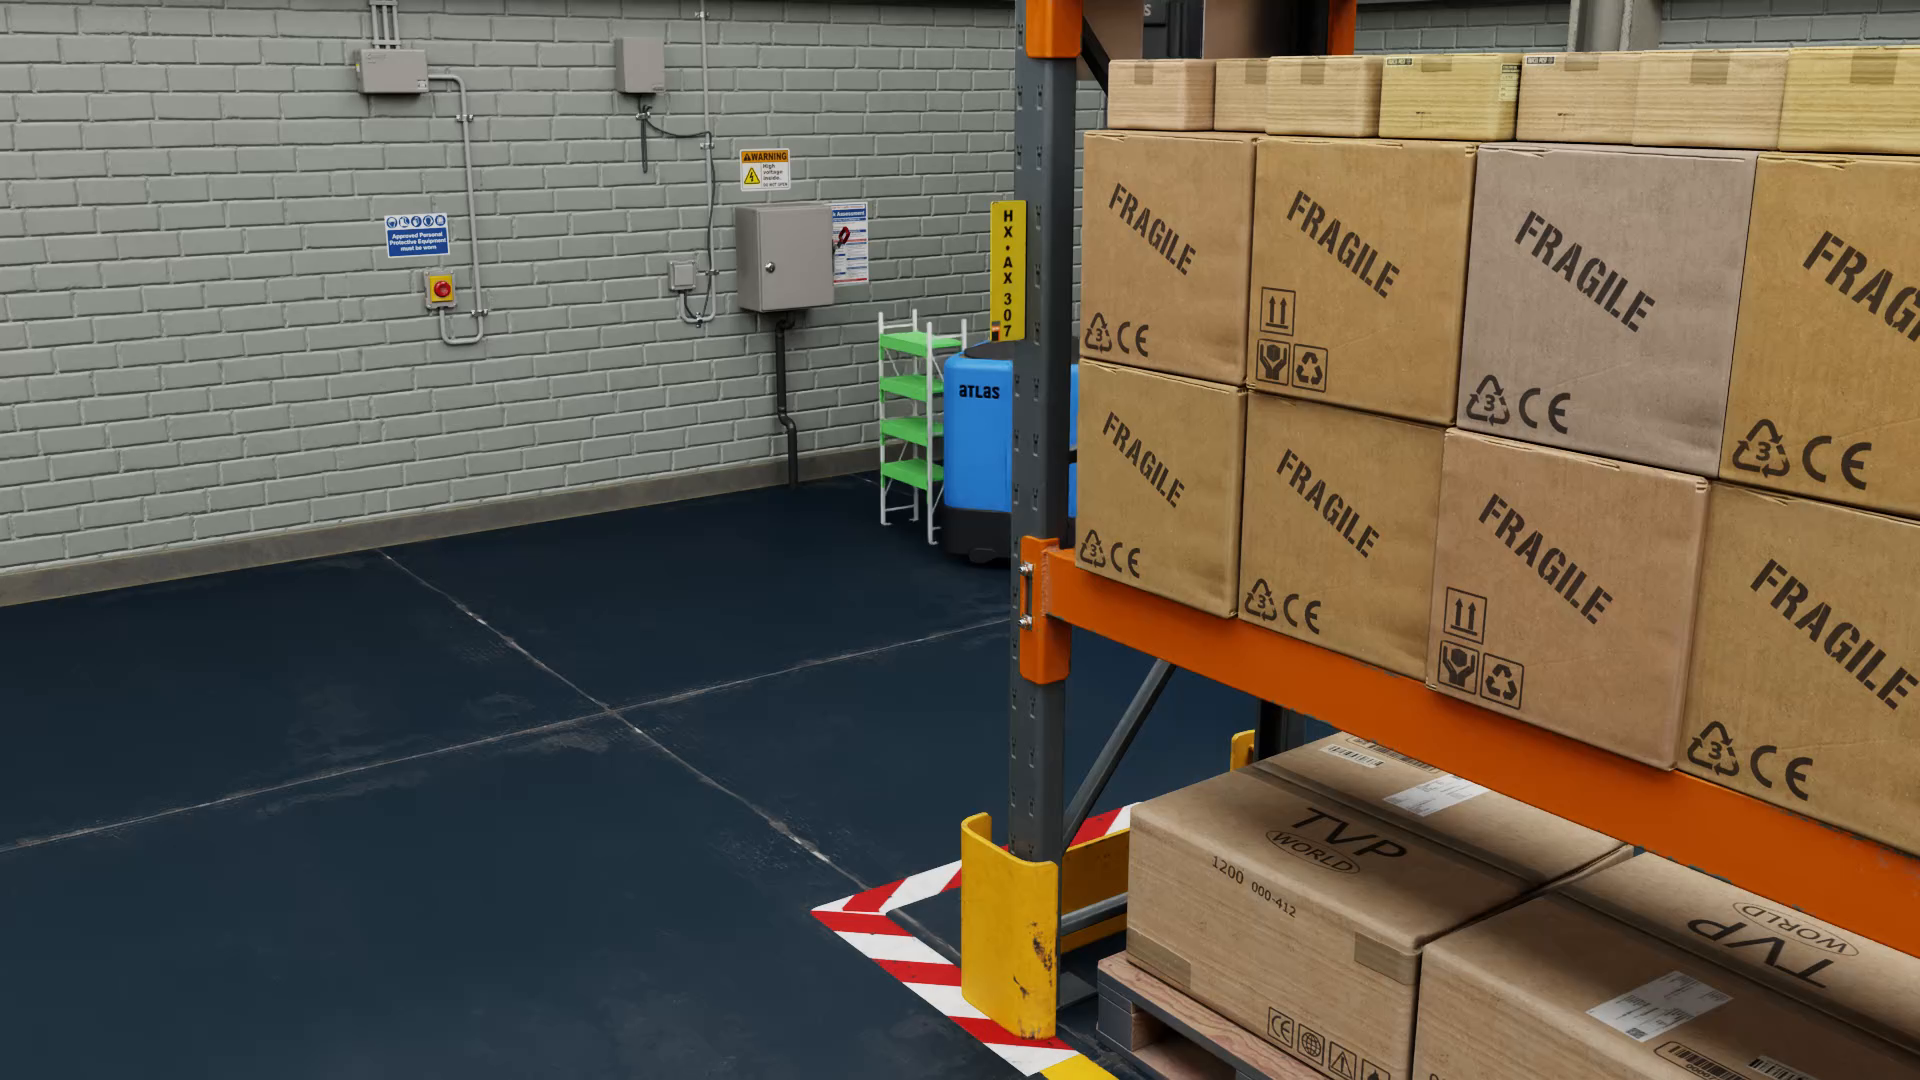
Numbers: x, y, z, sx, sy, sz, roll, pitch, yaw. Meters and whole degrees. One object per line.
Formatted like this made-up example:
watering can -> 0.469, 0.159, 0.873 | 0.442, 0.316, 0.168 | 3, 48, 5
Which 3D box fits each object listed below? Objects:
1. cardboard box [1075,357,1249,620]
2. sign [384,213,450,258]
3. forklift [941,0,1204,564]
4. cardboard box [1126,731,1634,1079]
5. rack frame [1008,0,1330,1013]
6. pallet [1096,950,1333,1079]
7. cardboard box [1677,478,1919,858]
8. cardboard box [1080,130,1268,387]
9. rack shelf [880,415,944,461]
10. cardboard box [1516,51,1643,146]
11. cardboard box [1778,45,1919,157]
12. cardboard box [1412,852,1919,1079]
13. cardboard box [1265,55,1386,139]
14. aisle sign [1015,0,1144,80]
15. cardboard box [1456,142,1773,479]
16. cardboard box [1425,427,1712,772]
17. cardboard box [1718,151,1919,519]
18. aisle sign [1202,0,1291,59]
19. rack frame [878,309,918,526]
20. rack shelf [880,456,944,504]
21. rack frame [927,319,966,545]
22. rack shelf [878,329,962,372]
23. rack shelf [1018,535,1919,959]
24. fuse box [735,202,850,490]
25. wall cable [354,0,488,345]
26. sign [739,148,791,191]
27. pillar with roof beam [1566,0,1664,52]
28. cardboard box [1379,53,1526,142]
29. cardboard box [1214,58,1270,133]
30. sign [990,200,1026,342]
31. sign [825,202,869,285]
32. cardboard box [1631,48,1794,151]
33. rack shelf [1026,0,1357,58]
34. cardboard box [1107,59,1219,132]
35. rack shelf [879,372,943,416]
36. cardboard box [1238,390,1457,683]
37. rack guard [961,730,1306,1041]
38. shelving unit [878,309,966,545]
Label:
cardboard box -> 0.615, -0.162, 3.796 | 0.500, 0.500, 0.500 | -11, 19, -35
sign -> -2.844, -1.597, 8.717 | 0.327, 0.218, 0.001 | -11, 19, -35
forklift -> 1.477, -1.290, 8.236 | 3.031, 2.935, 1.130 | 5, 16, 18
cardboard box -> 1.034, 0.898, 4.171 | 0.875, 0.438, 0.875 | -12, 19, -36
rack frame -> 0.565, -0.261, 4.346 | 1.000, 3.000, 0.127 | -11, 19, -35
pallet -> 1.099, 1.243, 4.135 | 1.003, 0.211, 1.213 | -11, 19, -35
cardboard box -> 1.528, 0.158, 2.629 | 0.500, 0.500, 0.500 | -10, 18, -33
cardboard box -> 0.617, -0.644, 3.665 | 0.500, 0.500, 0.500 | -11, 19, -36
rack shelf -> -0.206, -0.565, 9.108 | 0.258, 0.148, 0.480 | -10, 18, -33
cardboard box -> 1.188, -0.766, 2.880 | 0.380, 0.149, 0.250 | -11, 19, -34
cardboard box -> 1.428, -0.648, 2.448 | 0.380, 0.149, 0.250 | -11, 19, -36
cardboard box -> 1.579, 1.092, 3.462 | 0.875, 0.438, 0.875 | -10, 18, -33
cardboard box -> 0.822, -0.867, 3.250 | 0.380, 0.149, 0.250 | -10, 18, -33
aisle sign -> 0.288, -1.485, 3.895 | 0.394, 0.787, 0.004 | -11, 19, -35
cardboard box -> 1.236, -0.427, 2.869 | 0.500, 0.500, 0.500 | -11, 19, -35
cardboard box -> 1.220, 0.053, 3.010 | 0.500, 0.500, 0.500 | -11, 19, -35
cardboard box -> 1.530, -0.320, 2.480 | 0.500, 0.500, 0.500 | -11, 19, -34
aisle sign -> 0.774, -1.578, 4.235 | 0.394, 0.787, 0.004 | -11, 19, -35
rack frame -> -0.342, -0.680, 9.286 | 0.240, 1.200, 0.015 | -10, 18, -33
rack shelf -> -0.206, -0.333, 9.171 | 0.258, 0.148, 0.480 | -10, 18, -33
rack frame -> -0.069, -0.573, 8.896 | 0.240, 1.200, 0.015 | -10, 18, -33
rack shelf -> -0.206, -1.028, 8.981 | 0.258, 0.148, 0.480 | -10, 18, -33
rack shelf -> 1.741, 0.513, 2.881 | 1.077, 0.370, 4.000 | -11, 19, -35
fuse box -> -0.984, -1.135, 9.980 | 0.539, 1.711, 0.414 | -11, 19, -35
wall cable -> -2.769, -1.966, 8.594 | 0.585, 1.953, 0.123 | -11, 19, -35
sign -> -1.150, -2.190, 9.831 | 0.339, 0.242, 0.001 | -11, 19, -35
pillar with roof beam -> 0.240, -3.973, 6.546 | 9.100, 9.000, 0.400 | -11, 19, -35
cardboard box -> 0.991, -0.814, 3.055 | 0.380, 0.149, 0.250 | -12, 19, -36
cardboard box -> 0.762, -0.940, 3.518 | 0.380, 0.149, 0.250 | -10, 18, -33
sign -> 0.113, -0.632, 3.912 | 0.100, 0.325, 0.005 | -11, 19, -35
sign -> -0.706, -1.831, 10.264 | 0.329, 0.494, 0.001 | -11, 19, -35
cardboard box -> 1.301, -0.706, 2.661 | 0.380, 0.149, 0.250 | -11, 19, -34
rack shelf -> 1.741, -0.933, 2.485 | 1.077, 0.370, 4.000 | -11, 19, -35
cardboard box -> 0.550, -0.985, 3.682 | 0.380, 0.149, 0.250 | -10, 18, -33
rack shelf -> -0.206, -0.796, 9.045 | 0.258, 0.148, 0.480 | -10, 18, -33
cardboard box -> 0.935, -0.058, 3.417 | 0.500, 0.500, 0.500 | -11, 19, -35
rack guard -> 0.551, 0.940, 4.695 | 1.175, 0.500, 0.348 | -11, 19, -35
shelving unit -> -0.206, -0.626, 9.091 | 0.258, 1.200, 0.503 | -10, 18, -33
